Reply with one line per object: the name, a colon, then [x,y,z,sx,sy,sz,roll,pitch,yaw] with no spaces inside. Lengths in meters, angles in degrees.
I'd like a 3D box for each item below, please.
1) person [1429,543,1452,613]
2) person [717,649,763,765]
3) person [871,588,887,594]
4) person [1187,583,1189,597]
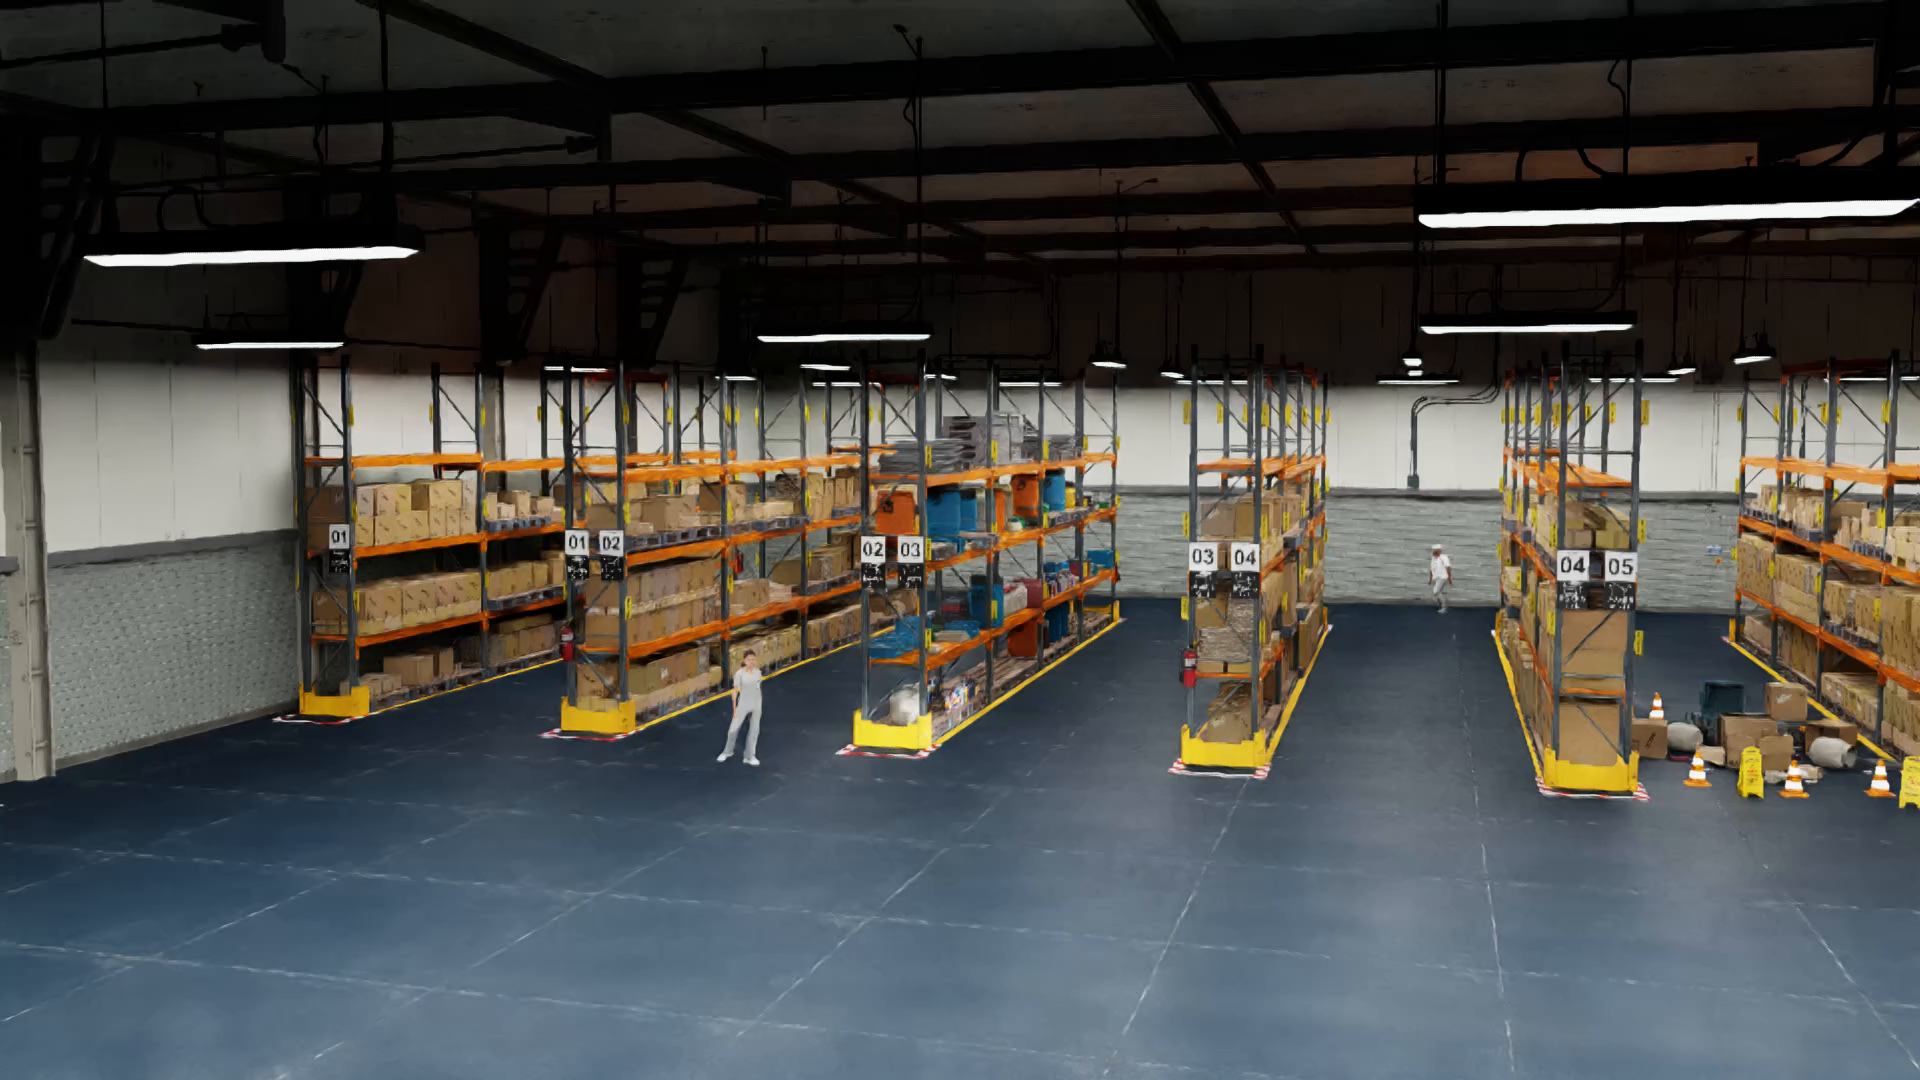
person: [12.142,0.960,42.070,0.487,1.752,0.660,-1,4,-17]
person: [-3.148,2.388,23.801,0.642,1.664,0.497,-2,5,-26]
person: [-2.169,0.789,44.126,0.723,1.780,0.566,-3,5,-33]
person: [5.751,1.176,40.316,0.493,1.600,1.000,1,4,15]
